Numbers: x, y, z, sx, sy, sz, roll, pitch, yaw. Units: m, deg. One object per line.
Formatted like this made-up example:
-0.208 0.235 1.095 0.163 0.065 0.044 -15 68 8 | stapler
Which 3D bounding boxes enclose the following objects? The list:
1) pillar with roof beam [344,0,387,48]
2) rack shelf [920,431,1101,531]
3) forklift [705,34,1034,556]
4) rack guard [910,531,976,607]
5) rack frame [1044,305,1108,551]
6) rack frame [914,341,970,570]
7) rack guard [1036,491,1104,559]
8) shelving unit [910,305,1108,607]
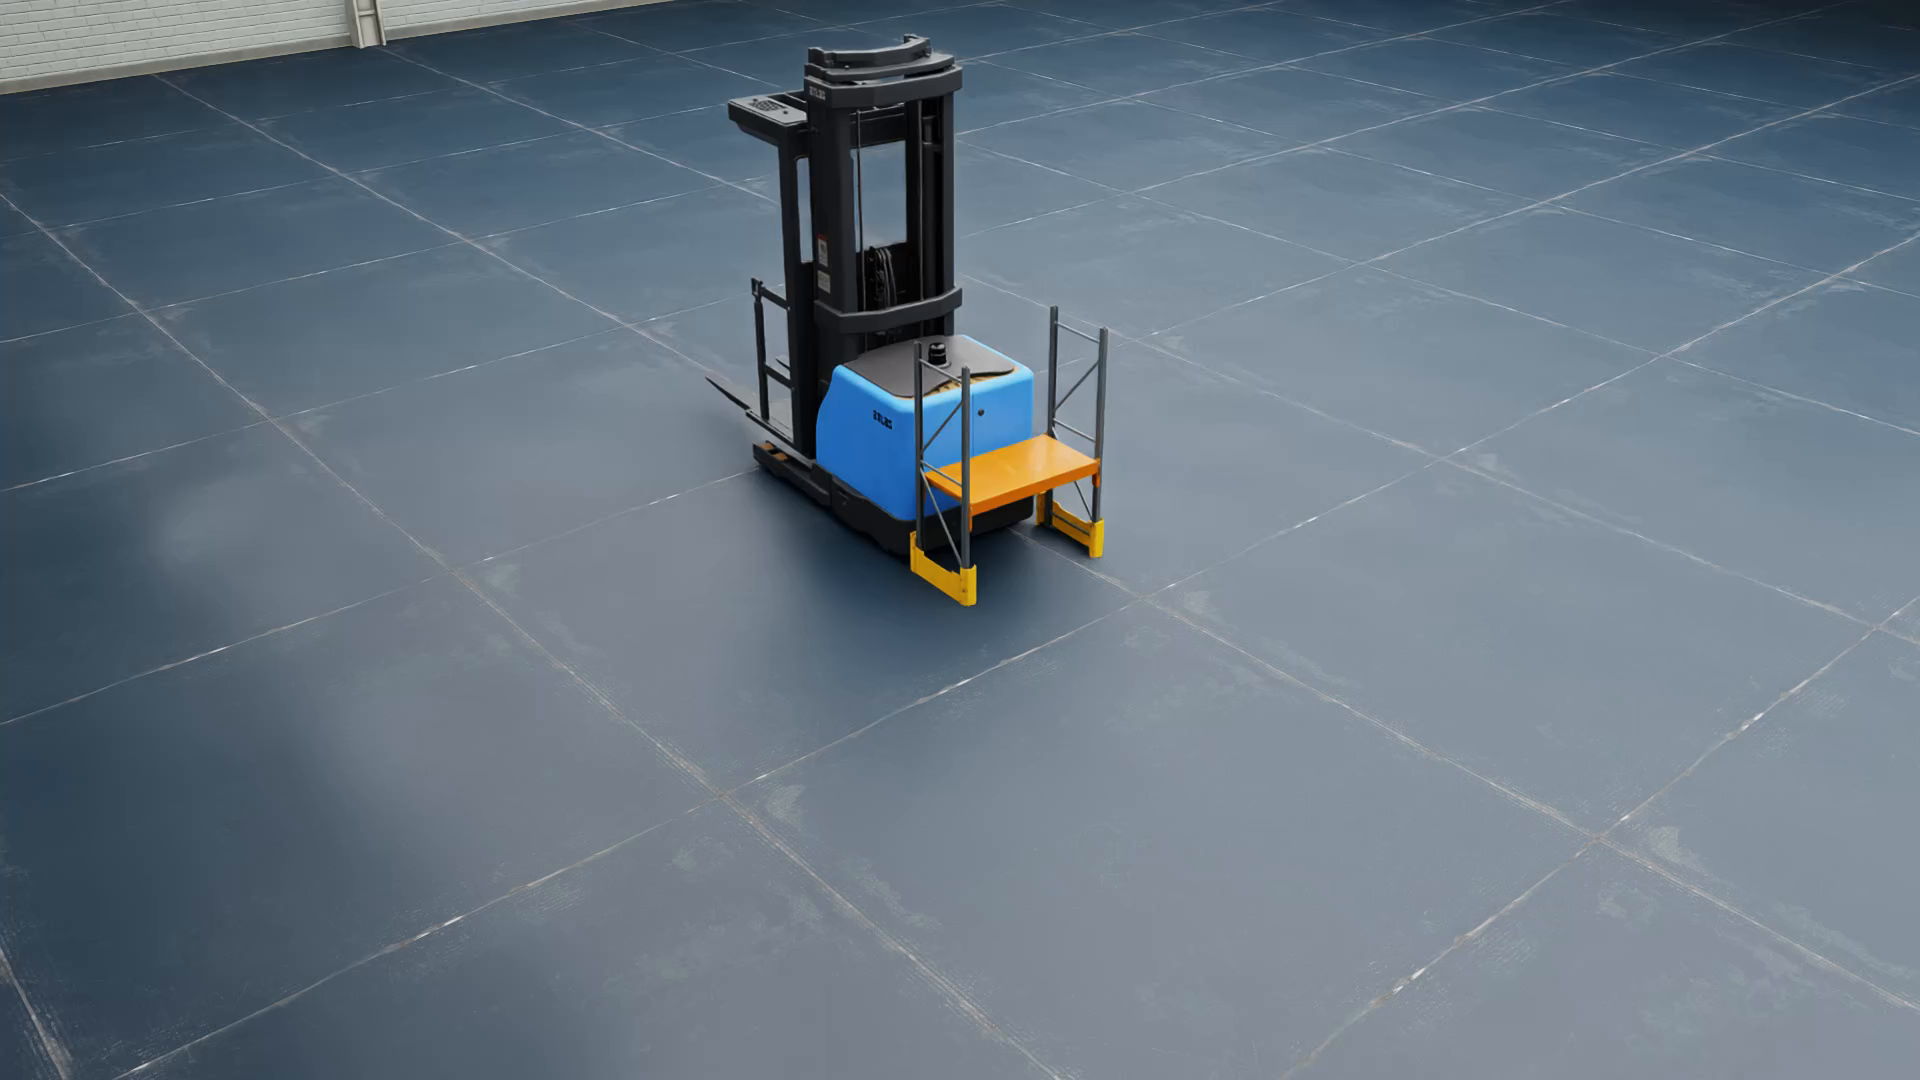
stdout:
-5.718 -9.558 18.946 0.400 9.000 9.100 -22 35 -35 | pillar with roof beam
0.302 -0.367 10.086 1.000 0.185 0.538 -19 34 -32 | rack shelf
-0.778 -1.840 10.941 1.130 2.935 3.031 -18 33 -30 | forklift
-0.104 0.168 10.028 0.087 0.250 0.587 -19 34 -32 | rack guard
0.709 -0.670 10.270 0.032 1.500 0.500 -19 34 -32 | rack frame
-0.105 -0.382 9.733 0.032 1.500 0.500 -19 34 -32 | rack frame
0.693 -0.113 10.554 0.087 0.250 0.587 -19 34 -32 | rack guard
0.294 -0.523 9.997 1.083 1.500 0.587 -19 34 -32 | shelving unit
